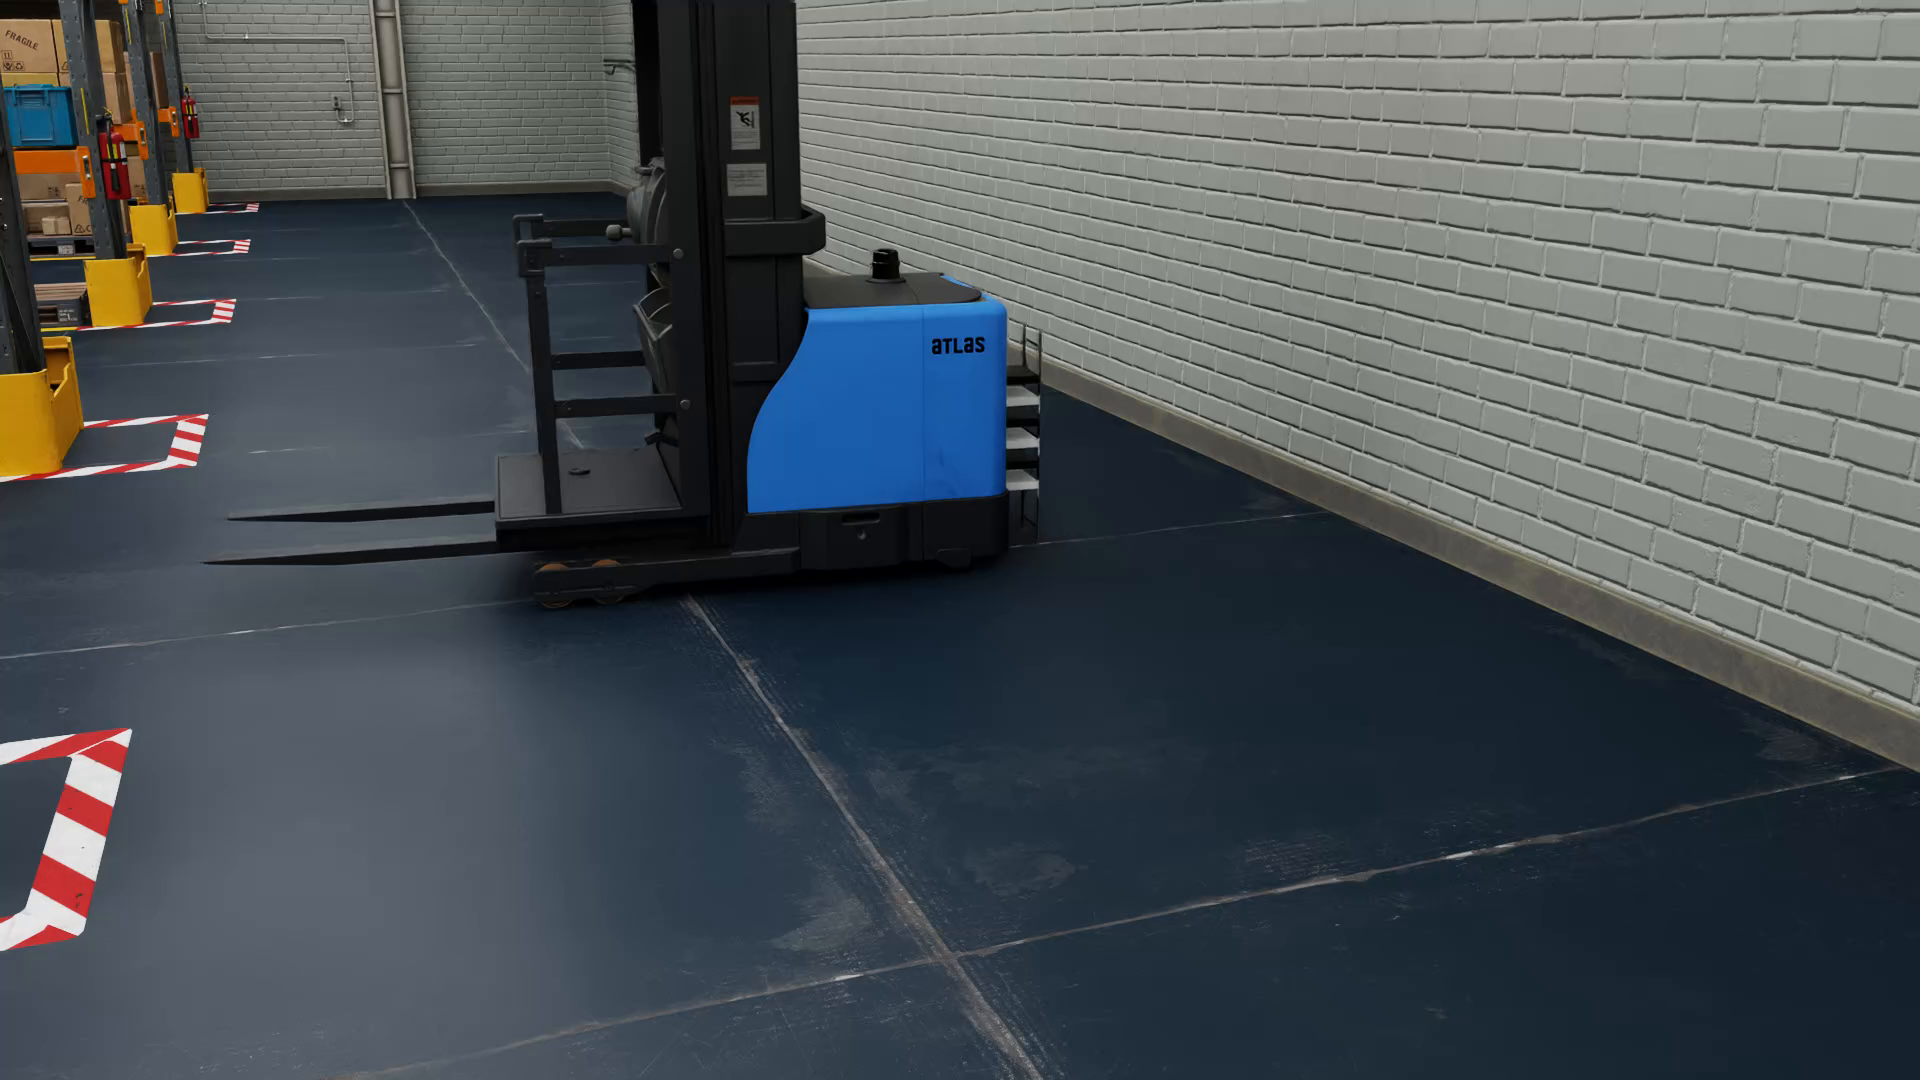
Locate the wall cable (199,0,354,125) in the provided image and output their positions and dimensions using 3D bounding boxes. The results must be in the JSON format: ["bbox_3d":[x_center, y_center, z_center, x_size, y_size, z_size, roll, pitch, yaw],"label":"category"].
[{"bbox_3d":[-9.315,-6.683,22.728,1.851,1.984,0.084,-6,17,-20],"label":"wall cable"}]

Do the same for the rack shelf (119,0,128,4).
[{"bbox_3d":[-10.264,-5.407,16.139,4.000,0.370,1.077,-6,17,-20],"label":"rack shelf"}]

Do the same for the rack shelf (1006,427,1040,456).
[{"bbox_3d":[0.202,-0.414,7.029,0.200,0.077,0.258,-4,17,-15],"label":"rack shelf"}]

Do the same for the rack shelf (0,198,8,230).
[{"bbox_3d":[-6.722,-1.361,7.684,4.000,0.370,1.077,-6,17,-20],"label":"rack shelf"}]

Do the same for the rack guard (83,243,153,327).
[{"bbox_3d":[-6.609,-2.017,13.079,0.348,0.500,1.175,-6,17,-20],"label":"rack guard"}]

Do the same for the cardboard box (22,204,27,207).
[{"bbox_3d":[-9.939,-3.325,17.196,0.500,0.250,0.500,-6,17,-20],"label":"cardboard box"}]

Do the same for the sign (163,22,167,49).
[{"bbox_3d":[-9.991,-6.342,20.896,0.005,0.325,0.100,-6,17,-20],"label":"sign"}]

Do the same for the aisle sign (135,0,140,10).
[{"bbox_3d":[-8.223,-5.688,16.529,0.004,0.787,0.394,-6,17,-20],"label":"aisle sign"}]

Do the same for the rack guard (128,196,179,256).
[{"bbox_3d":[-8.467,-3.307,17.473,0.348,0.500,1.175,-6,17,-20],"label":"rack guard"}]

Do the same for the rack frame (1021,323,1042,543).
[{"bbox_3d":[0.300,-0.454,7.045,0.006,0.900,0.240,-4,17,-15],"label":"rack frame"}]

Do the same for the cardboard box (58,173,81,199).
[{"bbox_3d":[-11.257,-4.672,21.375,0.500,0.500,0.700,-6,17,-20],"label":"cardboard box"}]

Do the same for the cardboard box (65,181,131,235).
[{"bbox_3d":[-8.816,-3.406,17.029,0.500,0.500,0.500,-6,17,-20],"label":"cardboard box"}]

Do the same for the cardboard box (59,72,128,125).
[{"bbox_3d":[-8.717,-4.445,16.735,0.500,0.500,0.500,-6,17,-18],"label":"cardboard box"}]

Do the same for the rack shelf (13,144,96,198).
[{"bbox_3d":[-8.495,-2.664,12.122,4.000,0.370,1.077,-6,17,-20],"label":"rack shelf"}]

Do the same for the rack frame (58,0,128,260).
[{"bbox_3d":[-6.627,-3.210,12.707,0.127,3.000,1.000,-6,17,-20],"label":"rack frame"}]

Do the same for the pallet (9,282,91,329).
[{"bbox_3d":[-7.411,-1.800,12.852,1.213,0.211,1.003,-6,17,-20],"label":"pallet"}]

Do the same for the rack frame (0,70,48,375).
[{"bbox_3d":[-4.855,-1.907,8.270,0.127,3.000,1.000,-6,17,-20],"label":"rack frame"}]

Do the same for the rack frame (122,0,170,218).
[{"bbox_3d":[-8.396,-4.514,17.147,0.127,3.000,1.000,-6,17,-20],"label":"rack frame"}]

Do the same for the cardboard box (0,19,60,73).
[{"bbox_3d":[-9.185,-4.873,16.418,0.500,0.500,0.500,-6,17,-19],"label":"cardboard box"}]

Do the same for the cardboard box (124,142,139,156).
[{"bbox_3d":[-10.745,-5.099,21.677,0.250,0.149,0.380,-6,17,-20],"label":"cardboard box"}]

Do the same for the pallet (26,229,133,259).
[{"bbox_3d":[-9.211,-3.088,17.239,1.213,0.211,1.003,-6,17,-20],"label":"pallet"}]

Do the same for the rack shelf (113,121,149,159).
[{"bbox_3d":[-10.264,-3.967,16.561,4.000,0.370,1.077,-6,17,-20],"label":"rack shelf"}]

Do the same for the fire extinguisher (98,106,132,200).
[{"bbox_3d":[-6.324,-2.890,12.415,0.183,0.674,0.296,-6,17,-20],"label":"fire extinguisher"}]

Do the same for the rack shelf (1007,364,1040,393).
[{"bbox_3d":[0.202,-0.673,6.953,0.200,0.077,0.258,-4,17,-15],"label":"rack shelf"}]

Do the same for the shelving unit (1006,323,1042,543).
[{"bbox_3d":[0.202,-0.446,7.020,0.210,0.900,0.258,-4,17,-15],"label":"shelving unit"}]

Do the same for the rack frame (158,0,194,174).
[{"bbox_3d":[-10.172,-5.817,21.584,0.127,3.000,1.000,-6,17,-20],"label":"rack frame"}]

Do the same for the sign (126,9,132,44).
[{"bbox_3d":[-8.216,-5.073,16.435,0.005,0.325,0.100,-6,17,-20],"label":"sign"}]

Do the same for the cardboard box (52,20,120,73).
[{"bbox_3d":[-8.713,-4.925,16.592,0.500,0.500,0.500,-6,18,-21],"label":"cardboard box"}]

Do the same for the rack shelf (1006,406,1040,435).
[{"bbox_3d":[0.202,-0.500,7.004,0.200,0.077,0.258,-4,17,-15],"label":"rack shelf"}]

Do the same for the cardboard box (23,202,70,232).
[{"bbox_3d":[-9.472,-3.375,17.368,0.500,0.250,0.500,-6,17,-20],"label":"cardboard box"}]

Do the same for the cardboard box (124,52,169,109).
[{"bbox_3d":[-10.645,-5.907,21.357,0.700,0.700,0.980,-5,17,-18],"label":"cardboard box"}]

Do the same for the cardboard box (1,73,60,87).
[{"bbox_3d":[-9.200,-4.392,16.554,0.500,0.500,0.500,-6,17,-20],"label":"cardboard box"}]

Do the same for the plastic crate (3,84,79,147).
[{"bbox_3d":[-6.873,-3.173,12.412,0.499,0.435,0.616,-6,17,-20],"label":"plastic crate"}]

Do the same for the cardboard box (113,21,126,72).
[{"bbox_3d":[-8.905,-5.066,17.076,0.500,0.500,0.500,-6,17,-18],"label":"cardboard box"}]

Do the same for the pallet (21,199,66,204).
[{"bbox_3d":[-12.028,-4.256,21.217,1.213,0.211,1.003,-6,17,-20],"label":"pallet"}]

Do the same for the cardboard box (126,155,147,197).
[{"bbox_3d":[-10.790,-4.722,21.547,0.500,0.500,0.700,-6,17,-20],"label":"cardboard box"}]

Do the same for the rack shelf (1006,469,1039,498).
[{"bbox_3d":[0.202,-0.241,7.080,0.200,0.077,0.258,-4,17,-15],"label":"rack shelf"}]

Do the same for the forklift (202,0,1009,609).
[{"bbox_3d":[-1.378,-1.315,6.373,3.031,2.935,1.130,-4,17,-15],"label":"forklift"}]

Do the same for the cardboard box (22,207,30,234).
[{"bbox_3d":[-9.713,-3.198,16.765,0.500,0.250,0.500,-6,17,-20],"label":"cardboard box"}]

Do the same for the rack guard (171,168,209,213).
[{"bbox_3d":[-10.150,-4.620,21.944,0.348,0.500,1.175,-6,17,-20],"label":"rack guard"}]

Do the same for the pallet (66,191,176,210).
[{"bbox_3d":[-10.891,-4.378,21.632,1.213,0.211,1.003,-6,17,-20],"label":"pallet"}]

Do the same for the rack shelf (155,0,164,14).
[{"bbox_3d":[-12.040,-6.709,20.576,4.000,0.370,1.077,-6,17,-20],"label":"rack shelf"}]

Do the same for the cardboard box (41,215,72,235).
[{"bbox_3d":[-9.226,-3.229,17.018,0.250,0.166,0.380,-6,17,-20],"label":"cardboard box"}]

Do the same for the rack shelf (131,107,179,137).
[{"bbox_3d":[-12.040,-5.270,20.998,4.000,0.370,1.077,-6,17,-20],"label":"rack shelf"}]

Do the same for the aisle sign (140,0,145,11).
[{"bbox_3d":[-8.437,-5.846,17.067,0.004,0.787,0.394,-6,17,-20],"label":"aisle sign"}]

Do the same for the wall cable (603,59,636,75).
[{"bbox_3d":[-4.763,-7.682,22.797,0.112,2.526,3.097,-6,17,-20],"label":"wall cable"}]

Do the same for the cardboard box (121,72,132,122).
[{"bbox_3d":[-8.905,-4.587,17.216,0.500,0.500,0.500,-6,17,-19],"label":"cardboard box"}]

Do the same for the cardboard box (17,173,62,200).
[{"bbox_3d":[-11.727,-4.621,21.202,0.500,0.500,0.700,-7,18,-22],"label":"cardboard box"}]

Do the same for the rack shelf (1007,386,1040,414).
[{"bbox_3d":[0.202,-0.587,6.979,0.200,0.077,0.258,-4,17,-15],"label":"rack shelf"}]

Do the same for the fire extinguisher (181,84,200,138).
[{"bbox_3d":[-9.866,-5.495,21.285,0.183,0.674,0.296,-6,17,-20],"label":"fire extinguisher"}]

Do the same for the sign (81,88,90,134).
[{"bbox_3d":[-6.415,-3.146,12.197,0.005,0.325,0.100,-6,17,-20],"label":"sign"}]

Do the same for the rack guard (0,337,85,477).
[{"bbox_3d":[-4.832,-0.710,8.630,0.348,0.500,1.175,-6,17,-20],"label":"rack guard"}]

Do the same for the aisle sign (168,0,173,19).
[{"bbox_3d":[-9.997,-6.993,20.973,0.004,0.787,0.394,-6,17,-20],"label":"aisle sign"}]

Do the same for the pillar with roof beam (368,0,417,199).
[{"bbox_3d":[-6.420,-8.063,18.583,0.400,9.000,9.100,-6,17,-20],"label":"pillar with roof beam"}]

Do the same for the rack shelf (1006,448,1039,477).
[{"bbox_3d":[0.202,-0.328,7.055,0.200,0.077,0.258,-4,17,-15],"label":"rack shelf"}]
